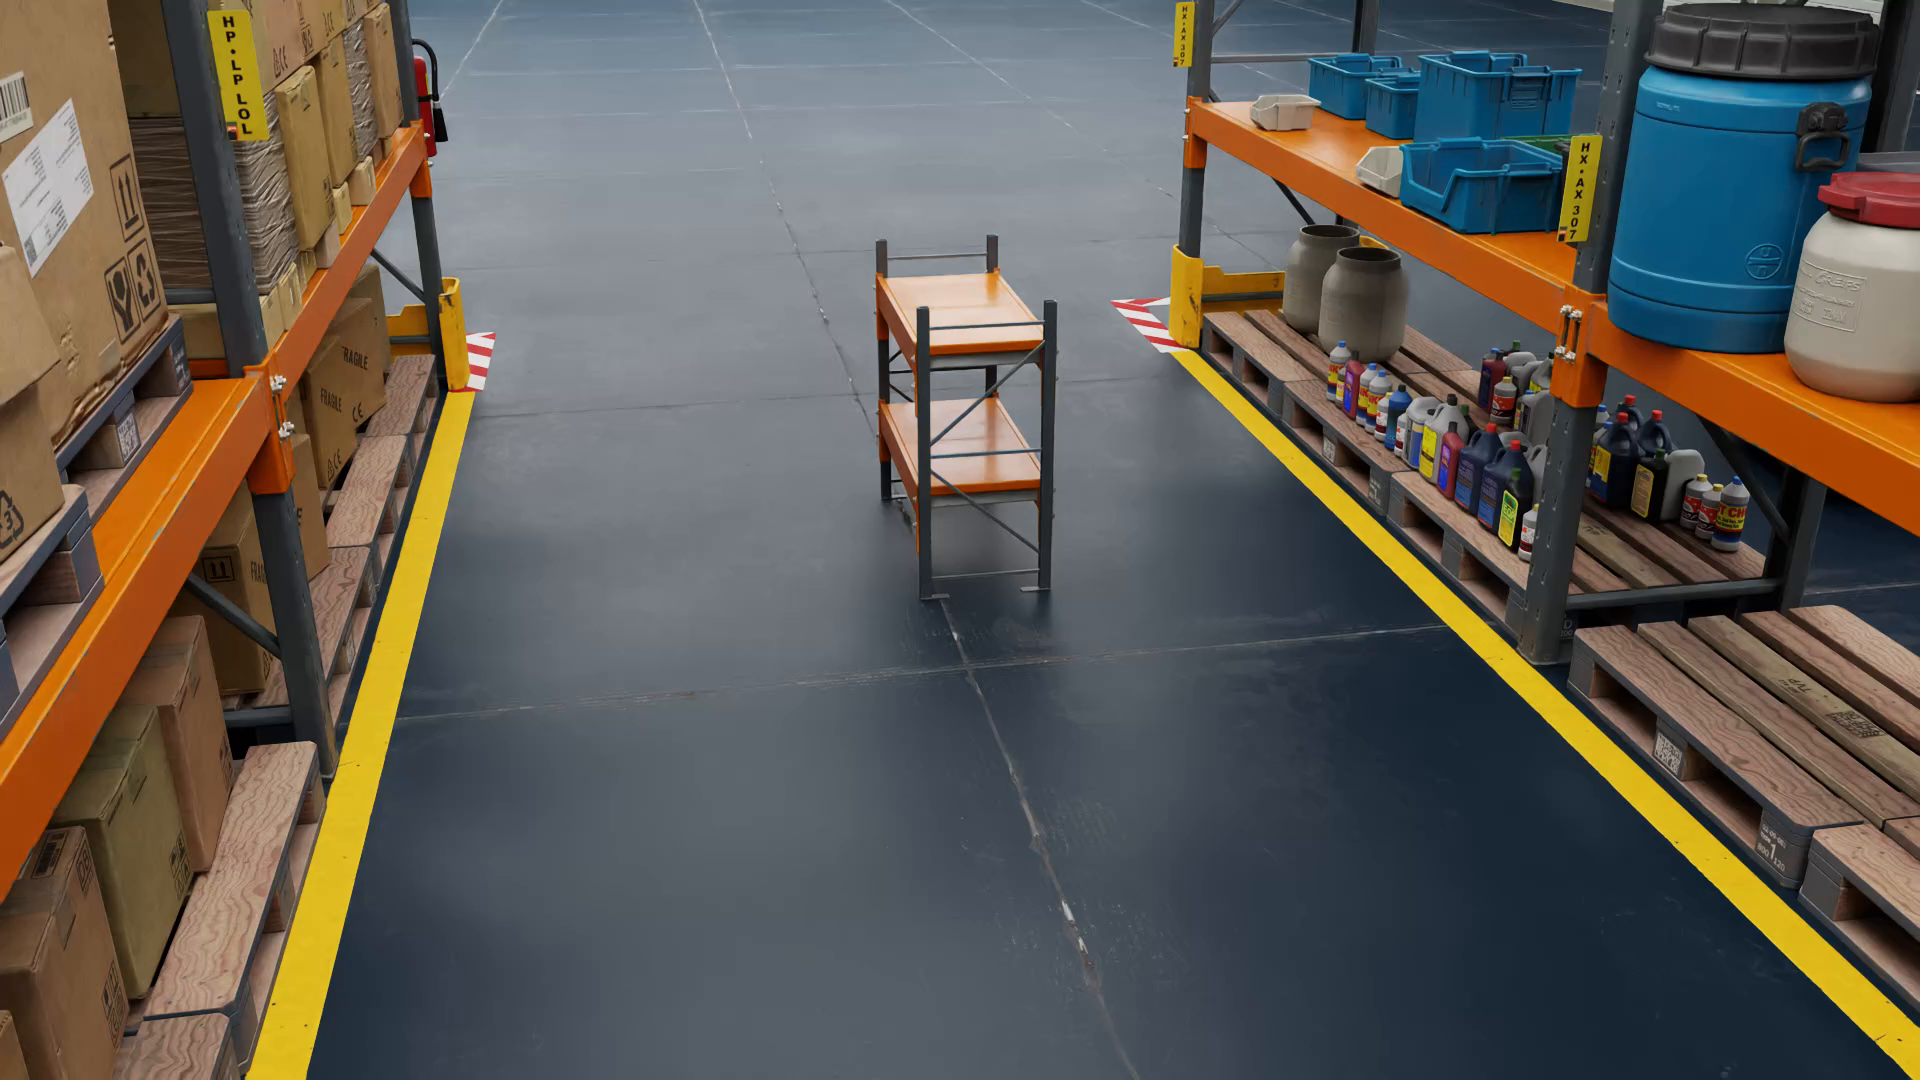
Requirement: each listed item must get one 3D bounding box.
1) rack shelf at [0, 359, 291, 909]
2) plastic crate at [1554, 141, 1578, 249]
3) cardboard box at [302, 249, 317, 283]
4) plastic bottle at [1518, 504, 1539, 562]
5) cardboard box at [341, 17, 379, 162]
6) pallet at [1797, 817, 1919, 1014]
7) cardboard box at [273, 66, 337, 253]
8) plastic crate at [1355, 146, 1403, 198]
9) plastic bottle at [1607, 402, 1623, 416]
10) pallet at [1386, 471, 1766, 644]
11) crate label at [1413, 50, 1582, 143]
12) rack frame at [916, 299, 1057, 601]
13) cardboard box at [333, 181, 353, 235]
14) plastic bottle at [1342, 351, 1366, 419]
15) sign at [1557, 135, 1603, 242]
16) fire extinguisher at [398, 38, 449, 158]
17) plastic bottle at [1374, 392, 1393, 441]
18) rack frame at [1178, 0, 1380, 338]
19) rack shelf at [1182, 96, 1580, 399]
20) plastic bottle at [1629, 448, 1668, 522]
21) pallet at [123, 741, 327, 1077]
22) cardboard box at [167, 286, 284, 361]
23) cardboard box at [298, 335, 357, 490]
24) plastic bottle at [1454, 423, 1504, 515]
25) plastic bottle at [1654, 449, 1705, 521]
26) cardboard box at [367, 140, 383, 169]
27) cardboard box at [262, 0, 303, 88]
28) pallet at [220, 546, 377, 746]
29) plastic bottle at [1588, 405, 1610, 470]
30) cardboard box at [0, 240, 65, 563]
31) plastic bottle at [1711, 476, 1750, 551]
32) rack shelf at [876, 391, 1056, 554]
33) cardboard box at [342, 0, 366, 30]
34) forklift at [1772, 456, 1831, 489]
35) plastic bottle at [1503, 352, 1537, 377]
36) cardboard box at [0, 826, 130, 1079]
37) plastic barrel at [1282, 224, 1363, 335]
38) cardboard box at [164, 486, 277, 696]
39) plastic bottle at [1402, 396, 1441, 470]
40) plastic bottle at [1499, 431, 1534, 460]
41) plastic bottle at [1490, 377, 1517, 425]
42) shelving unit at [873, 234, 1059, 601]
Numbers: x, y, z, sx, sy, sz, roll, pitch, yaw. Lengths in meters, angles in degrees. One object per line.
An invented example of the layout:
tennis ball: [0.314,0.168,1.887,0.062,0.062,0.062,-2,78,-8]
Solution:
rack shelf: [-2.041,0.490,2.779,1.077,0.370,4.000,-4,24,-10]
plastic crate: [2.485,-1.180,5.781,0.767,0.338,0.504,-4,24,-10]
cardboard box: [-2.317,-0.911,5.402,0.380,0.149,0.250,-4,24,-10]
plastic bottle: [2.083,-0.032,6.021,0.097,0.201,0.097,0,24,0]
cardboard box: [-2.815,-1.776,6.571,0.875,0.500,0.500,-4,24,-10]
pallet: [2.869,1.072,4.032,1.003,0.211,1.213,-4,24,-10]
cardboard box: [-2.491,-1.189,5.228,0.875,0.500,0.500,-4,24,-10]
plastic crate: [1.907,-1.492,6.747,0.530,0.136,0.437,-4,24,-10]
plastic bottle: [2.691,-0.440,6.854,0.061,0.283,0.133,-3,24,-7]
pallet: [2.373,0.018,6.445,1.003,0.211,1.213,-4,24,-10]
crate label: [2.323,-1.878,7.259,0.502,0.435,0.616,-4,24,-10]
rack frame: [0.095,-0.313,6.061,0.500,1.125,0.032,-4,24,-10]
cardboard box: [-2.446,-1.207,6.079,0.380,0.149,0.250,-4,24,-10]
plastic bottle: [1.770,-0.696,7.441,0.061,0.283,0.133,-4,24,-9]
sign: [1.914,-1.083,5.136,0.100,0.325,0.005,-4,24,-10]
fire extinguisher: [-2.719,-2.243,8.235,0.296,0.674,0.183,-4,24,-10]
plastic bottle: [1.846,-0.536,7.176,0.097,0.201,0.097,0,24,0]
rack frame: [1.717,-2.566,8.878,1.000,3.000,0.127,-4,24,-10]
rack shelf: [2.087,-1.450,7.220,1.077,0.370,4.000,-4,24,-10]
plastic bottle: [2.637,-0.224,6.360,0.061,0.283,0.133,-4,24,-10]
pallet: [-2.265,0.958,4.293,1.003,0.211,1.213,-4,24,-10]
cardboard box: [-2.155,-0.618,4.731,0.380,0.149,0.250,-4,24,-10]
cardboard box: [-2.810,-0.519,6.790,0.500,0.500,0.500,-2,24,-5]
plastic bottle: [2.019,-0.288,6.421,0.144,0.351,0.185,-6,24,-12]
plastic bottle: [2.742,-0.229,6.380,0.152,0.276,0.135,-3,24,-8]
cardboard box: [-2.721,-1.695,7.197,0.380,0.149,0.250,-4,24,-10]
cardboard box: [-2.338,-1.659,5.055,0.500,0.500,0.500,-4,24,-10]
pallet: [-2.570,0.390,5.593,1.003,0.211,1.213,-4,24,-10]
plastic bottle: [2.616,-0.422,6.827,0.097,0.271,0.097,0,24,0]
cardboard box: [-2.000,-0.191,2.786,0.797,0.503,0.637,-2,24,-4]
plastic bottle: [2.829,-0.102,6.094,0.097,0.271,0.097,0,24,0]
rack shelf: [0.001,-0.289,6.617,0.538,0.278,1.000,-4,24,-10]
cardboard box: [-2.618,-2.249,6.405,0.500,0.500,0.500,-4,24,-10]
forklift: [5.144,-1.666,6.903,3.031,2.935,1.130,2,24,4]
plastic bottle: [2.507,-0.728,7.523,0.152,0.276,0.135,-4,24,-9]
cardboard box: [-2.145,0.970,3.355,0.700,0.500,0.500,-6,24,-14]
plastic barrel: [1.914,-1.365,8.712,0.421,0.512,0.421,0,24,0]
cardboard box: [-2.446,0.167,5.219,0.500,0.500,0.500,-5,24,-11]
plastic bottle: [1.933,-0.445,6.874,0.152,0.276,0.135,-4,24,-9]
plastic bottle: [2.160,-0.274,6.484,0.152,0.276,0.135,-4,24,-10]
plastic bottle: [2.414,-0.623,7.375,0.097,0.201,0.097,0,24,0]
shelving unit: [0.001,-0.513,6.519,0.538,1.125,1.048,-4,24,-10]
